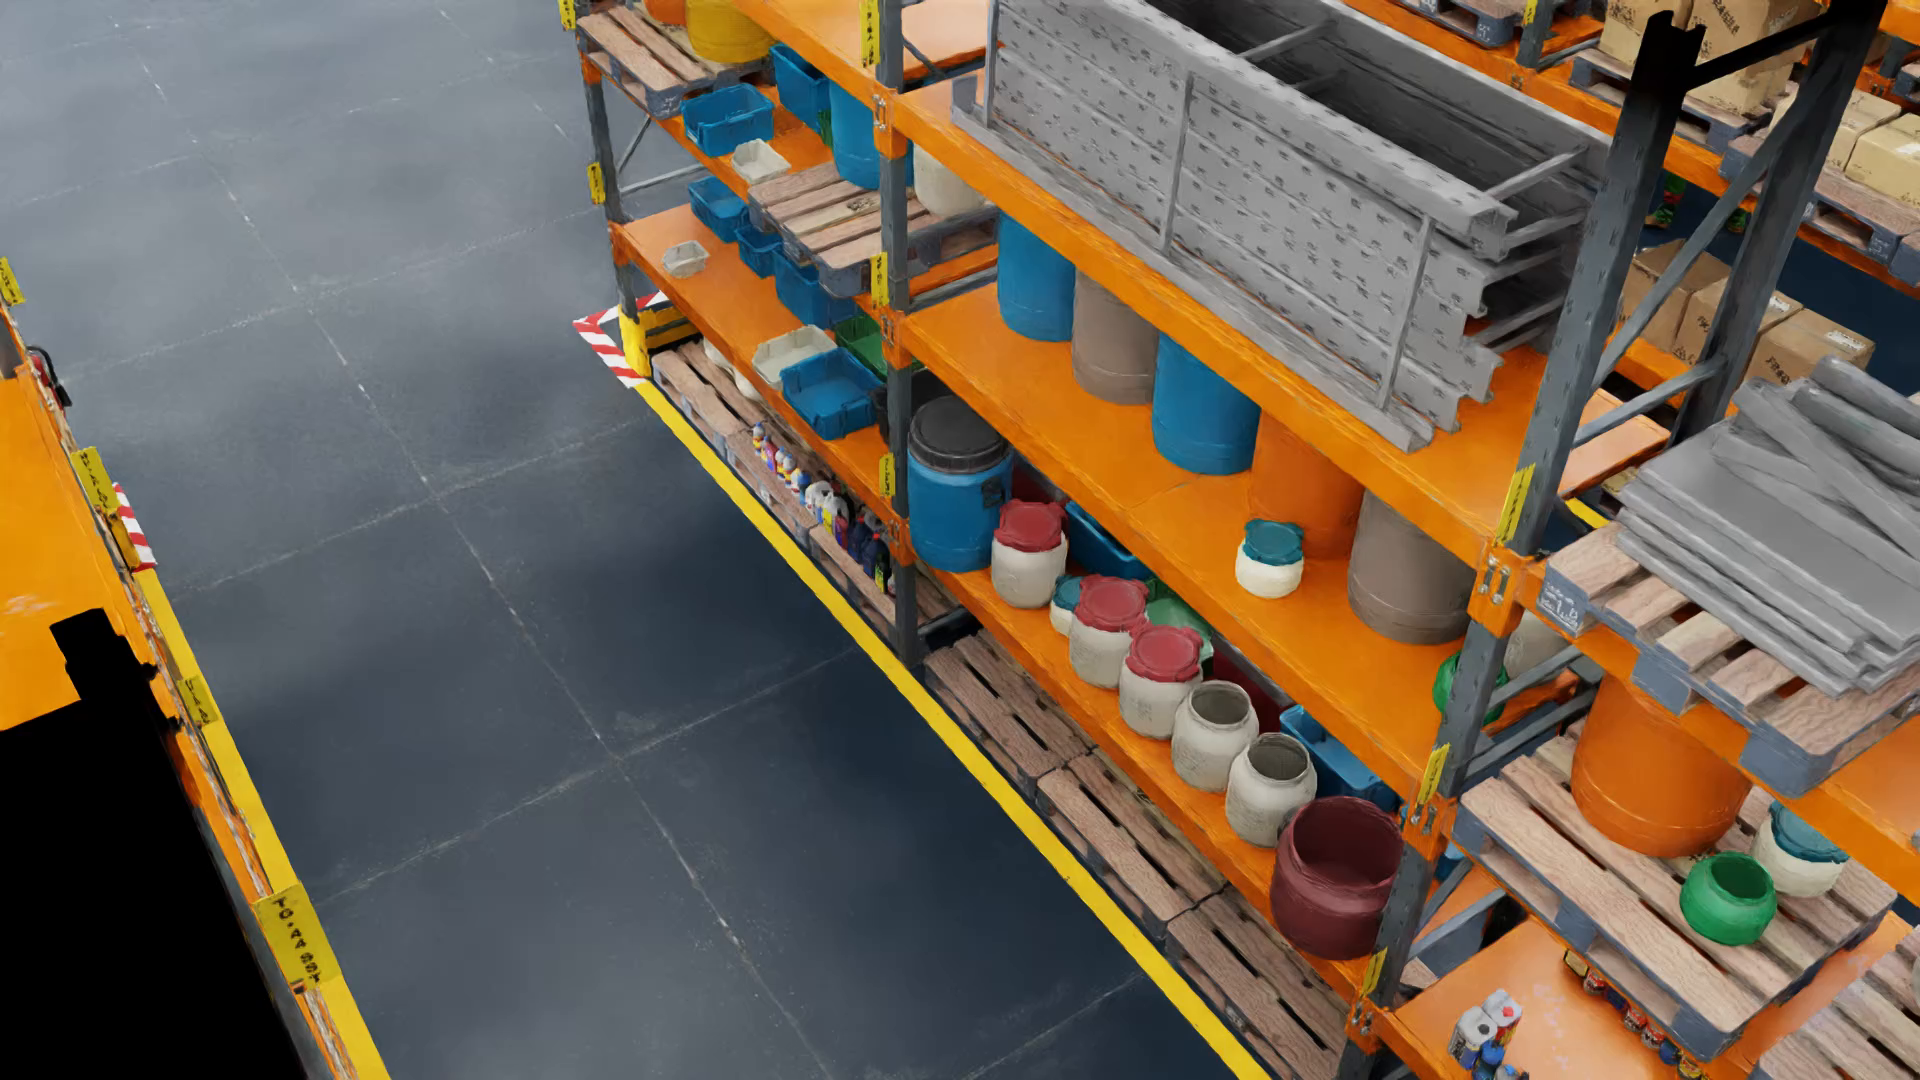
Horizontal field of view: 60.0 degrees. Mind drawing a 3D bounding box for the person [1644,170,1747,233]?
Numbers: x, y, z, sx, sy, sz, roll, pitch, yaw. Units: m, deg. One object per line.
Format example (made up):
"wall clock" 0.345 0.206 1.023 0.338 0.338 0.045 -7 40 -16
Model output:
"person" 6.497 -3.443 14.220 0.822 1.719 0.688 29 50 27
